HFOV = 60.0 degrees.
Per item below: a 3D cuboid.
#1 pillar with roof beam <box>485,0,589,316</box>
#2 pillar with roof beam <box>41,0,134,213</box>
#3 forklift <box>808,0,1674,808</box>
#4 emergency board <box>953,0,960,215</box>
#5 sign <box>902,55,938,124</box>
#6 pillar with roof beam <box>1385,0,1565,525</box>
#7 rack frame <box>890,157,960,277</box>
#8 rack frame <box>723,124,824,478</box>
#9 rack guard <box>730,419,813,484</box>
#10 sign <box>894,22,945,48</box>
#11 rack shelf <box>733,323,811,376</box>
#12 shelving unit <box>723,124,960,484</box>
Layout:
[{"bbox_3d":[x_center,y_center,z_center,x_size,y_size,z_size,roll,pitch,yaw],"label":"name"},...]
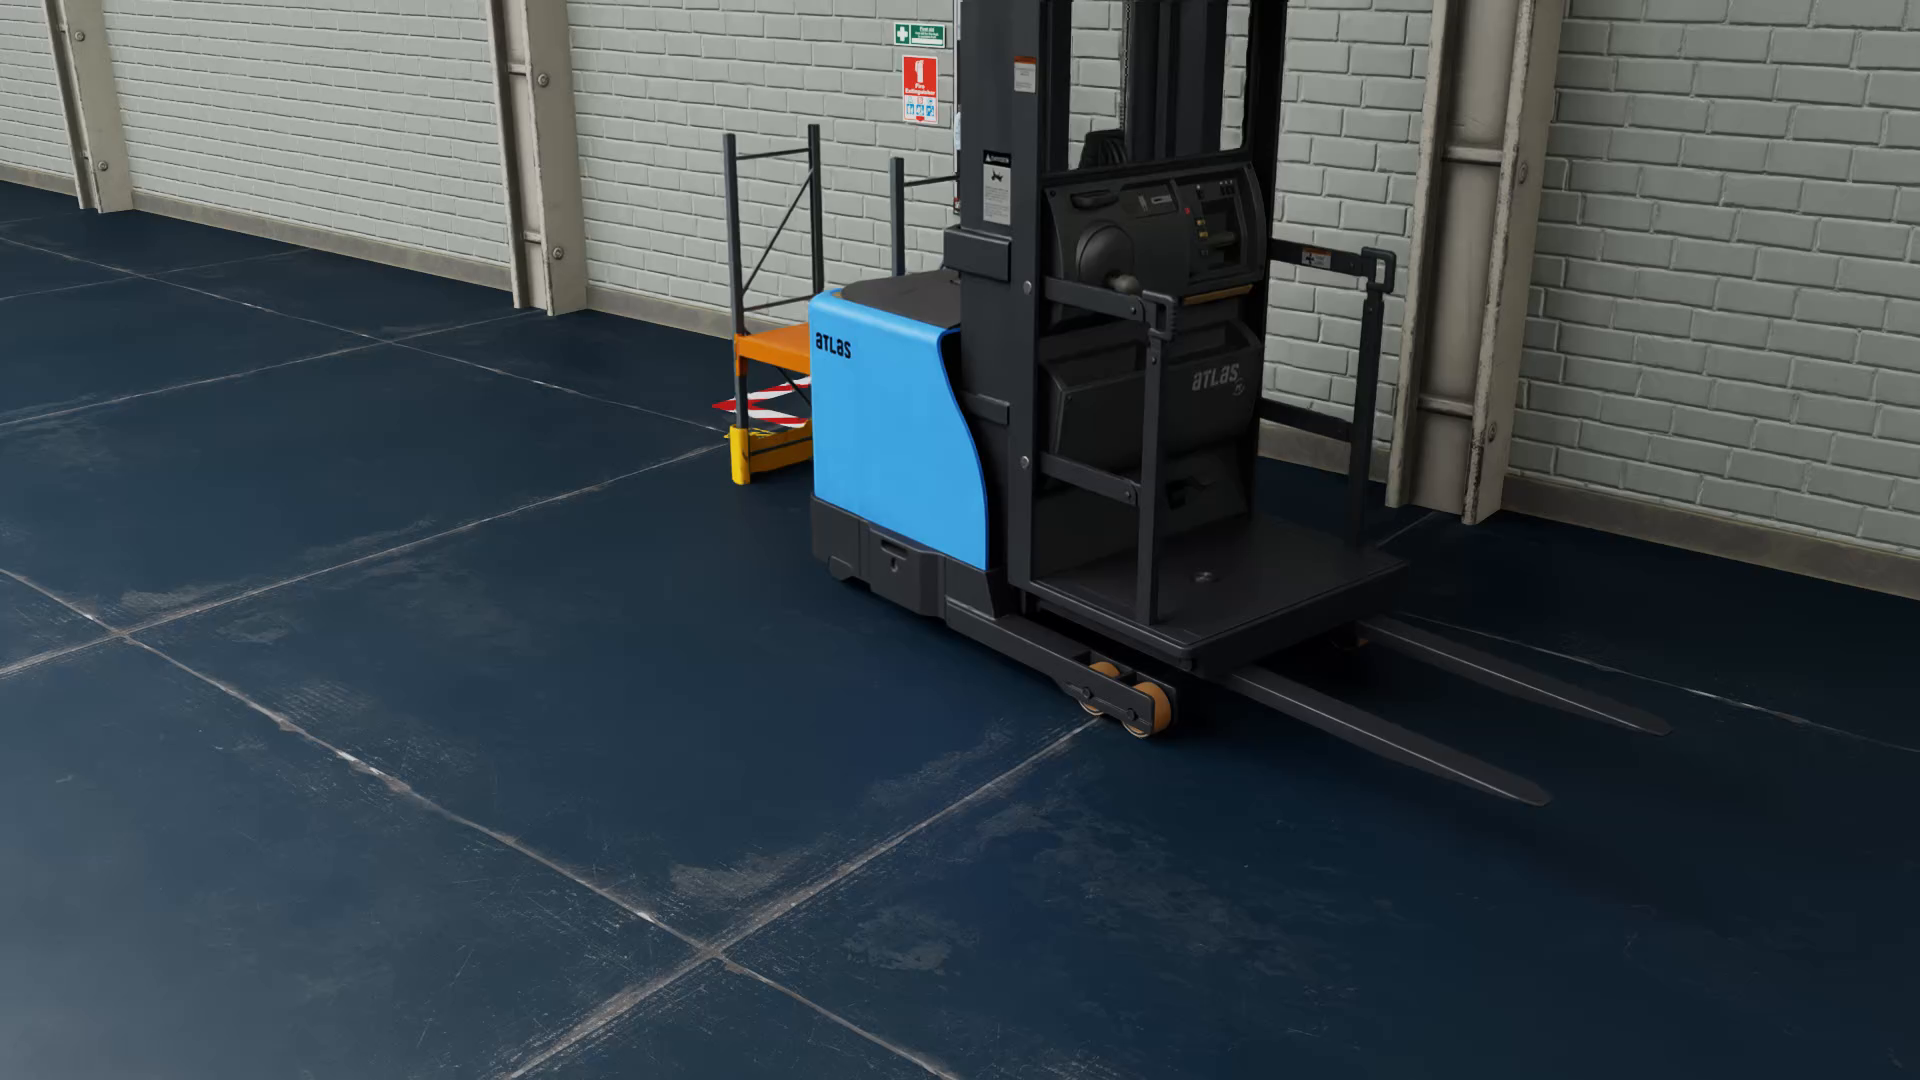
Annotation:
[{"bbox_3d":[-5.319,-4.517,5.894,0.400,9.000,9.100,16,26,36],"label":"pillar with roof beam"},{"bbox_3d":[-9.968,-5.856,9.443,0.400,9.000,9.100,16,26,36],"label":"pillar with roof beam"},{"bbox_3d":[0.767,-0.969,5.085,1.130,2.935,3.031,-16,26,-37],"label":"forklift"},{"bbox_3d":[0.161,-2.110,8.013,0.643,1.169,0.194,16,26,36],"label":"emergency board"},{"bbox_3d":[-0.203,-2.278,8.408,0.234,0.329,0.001,16,26,36],"label":"sign"},{"bbox_3d":[-0.671,-3.179,2.344,0.400,9.000,9.100,16,26,36],"label":"pillar with roof beam"},{"bbox_3d":[-0.074,-0.780,6.610,0.500,1.500,0.032,-19,28,-41],"label":"rack frame"},{"bbox_3d":[-0.793,-1.033,7.283,0.500,1.500,0.032,-19,28,-41],"label":"rack frame"},{"bbox_3d":[-0.779,-0.444,7.490,0.587,0.250,0.087,-19,28,-41],"label":"rack guard"},{"bbox_3d":[-0.205,-2.523,8.306,0.331,0.109,0.001,16,26,36],"label":"sign"},{"bbox_3d":[-0.434,-0.738,7.010,0.538,0.185,1.000,-19,28,-41],"label":"rack shelf"},{"bbox_3d":[-0.427,-0.904,6.940,0.587,1.500,1.083,-19,28,-41],"label":"shelving unit"}]
